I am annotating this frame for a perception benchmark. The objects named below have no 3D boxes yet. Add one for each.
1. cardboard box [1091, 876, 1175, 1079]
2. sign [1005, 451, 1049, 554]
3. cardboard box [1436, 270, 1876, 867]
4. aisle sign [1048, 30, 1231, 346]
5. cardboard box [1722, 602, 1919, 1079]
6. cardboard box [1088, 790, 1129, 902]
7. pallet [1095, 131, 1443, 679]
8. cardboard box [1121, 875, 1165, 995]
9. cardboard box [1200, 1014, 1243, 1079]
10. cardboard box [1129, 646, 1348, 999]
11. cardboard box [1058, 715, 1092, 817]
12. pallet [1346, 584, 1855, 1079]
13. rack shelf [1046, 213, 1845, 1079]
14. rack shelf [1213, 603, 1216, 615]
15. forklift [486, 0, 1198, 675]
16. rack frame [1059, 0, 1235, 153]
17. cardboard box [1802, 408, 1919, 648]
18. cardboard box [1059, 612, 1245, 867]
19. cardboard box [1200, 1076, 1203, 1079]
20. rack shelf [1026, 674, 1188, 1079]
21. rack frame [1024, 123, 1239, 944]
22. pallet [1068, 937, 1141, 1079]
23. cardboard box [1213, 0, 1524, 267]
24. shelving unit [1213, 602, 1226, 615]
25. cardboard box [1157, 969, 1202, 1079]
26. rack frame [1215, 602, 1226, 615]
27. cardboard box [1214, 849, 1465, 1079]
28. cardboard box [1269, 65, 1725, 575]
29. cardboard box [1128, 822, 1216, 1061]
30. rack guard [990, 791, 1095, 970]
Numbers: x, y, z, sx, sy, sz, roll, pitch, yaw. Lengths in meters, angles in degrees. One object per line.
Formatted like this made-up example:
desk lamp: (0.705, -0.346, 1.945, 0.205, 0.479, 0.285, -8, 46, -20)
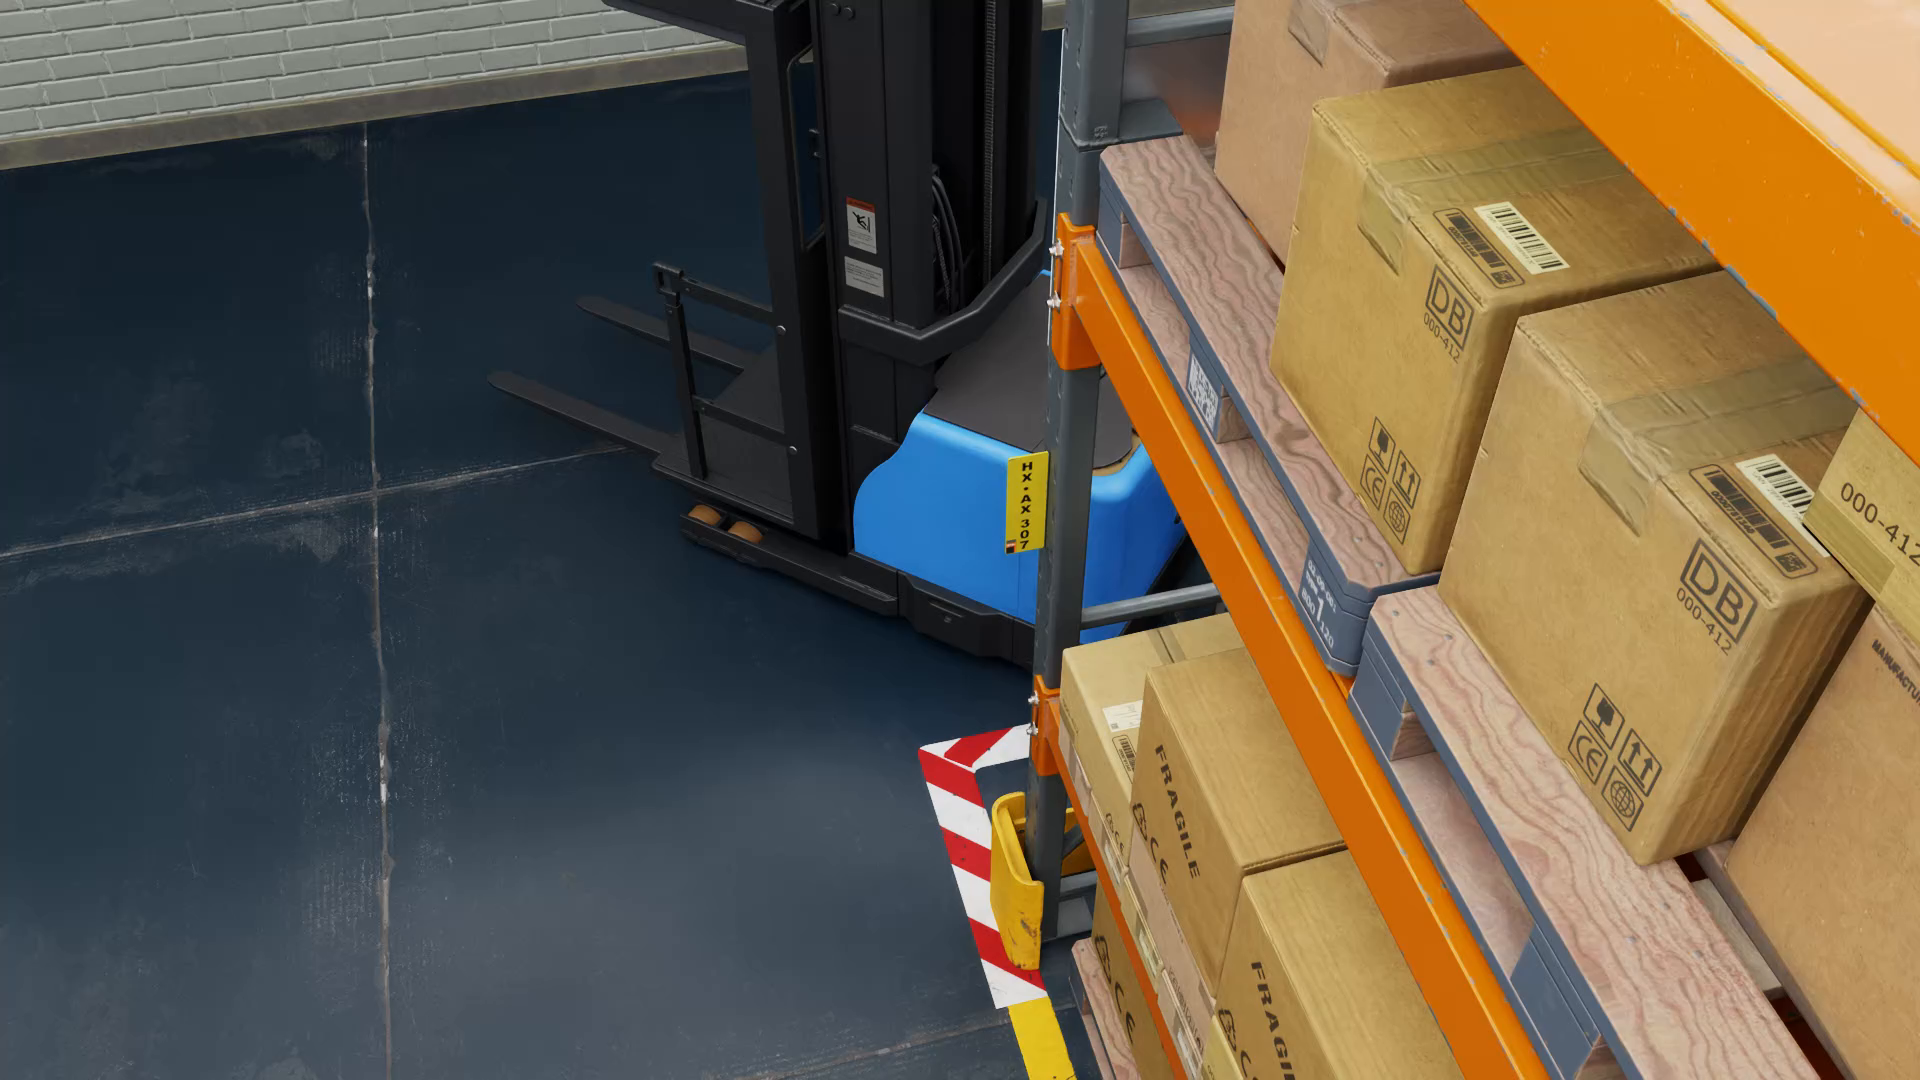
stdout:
cardboard box: (0.942, 1.170, 4.697, 0.875, 0.875, 0.875, -11, 47, -10)
sign: (0.163, -0.088, 4.074, 0.100, 0.325, 0.005, -11, 47, -10)
cardboard box: (1.092, -0.013, 2.129, 0.700, 0.500, 0.500, -14, 47, -13)
aisle sign: (0.392, -0.759, 3.574, 0.394, 0.787, 0.004, -11, 47, -10)
cardboard box: (1.336, 0.352, 1.770, 0.700, 0.500, 0.500, -9, 46, -9)
cardboard box: (0.540, 0.716, 4.124, 0.380, 0.149, 0.250, -11, 47, -11)
pallet: (0.901, -0.363, 2.967, 1.003, 0.211, 1.213, -11, 47, -10)
cardboard box: (0.606, 0.893, 3.951, 0.380, 0.149, 0.250, -12, 47, -11)
cardboard box: (0.827, 1.180, 3.390, 0.500, 0.250, 0.500, -12, 47, -12)
cardboard box: (0.691, 0.557, 3.475, 0.500, 0.500, 0.500, -12, 47, -11)
cardboard box: (0.473, 0.539, 4.297, 0.380, 0.149, 0.250, -10, 46, -10)
pallet: (1.217, 0.481, 2.140, 1.003, 0.211, 1.213, -11, 47, -10)
rack shelf: (1.213, 0.728, 2.340, 1.077, 0.370, 4.000, -11, 47, -10)
rack shelf: (1.157, 0.118, 6.161, 0.431, 0.518, 0.480, 6, 46, 6)
forklift: (-0.544, -1.242, 5.915, 3.031, 2.935, 1.130, 22, 49, 20)
rack frame: (0.701, -1.954, 2.364, 1.000, 3.000, 0.127, -11, 47, -10)
cardboard box: (1.208, 0.013, 1.578, 0.500, 0.250, 0.500, -12, 47, -12)
cardboard box: (0.563, 0.475, 4.081, 0.500, 0.250, 0.500, -12, 47, -11)
cardboard box: (0.737, 1.248, 3.603, 0.380, 0.149, 0.250, -12, 47, -11)
rack shelf: (1.213, 1.778, 3.411, 1.077, 0.370, 4.000, -11, 47, -10)
rack frame: (0.701, 0.146, 4.507, 1.000, 3.000, 0.127, -11, 47, -10)
pallet: (0.981, 1.659, 4.976, 1.003, 0.211, 1.213, -11, 47, -10)
cardboard box: (0.886, -0.772, 2.872, 0.700, 0.500, 0.500, -13, 47, -13)
shelving unit: (1.157, -0.379, 5.650, 0.431, 2.100, 0.503, 6, 46, 6)
cardboard box: (0.673, 1.072, 3.775, 0.380, 0.149, 0.250, -11, 47, -11)
rack frame: (1.119, -0.206, 5.482, 0.400, 2.100, 0.015, 6, 46, 6)
cardboard box: (0.829, 0.914, 3.126, 0.500, 0.500, 0.500, -12, 47, -11)
cardboard box: (0.913, -0.362, 2.470, 0.700, 0.500, 0.500, -12, 47, -12)
cardboard box: (0.702, 0.832, 3.731, 0.500, 0.250, 0.500, -11, 47, -11)
rack guard: (0.695, 1.004, 5.416, 1.175, 0.500, 0.348, -11, 47, -10)
